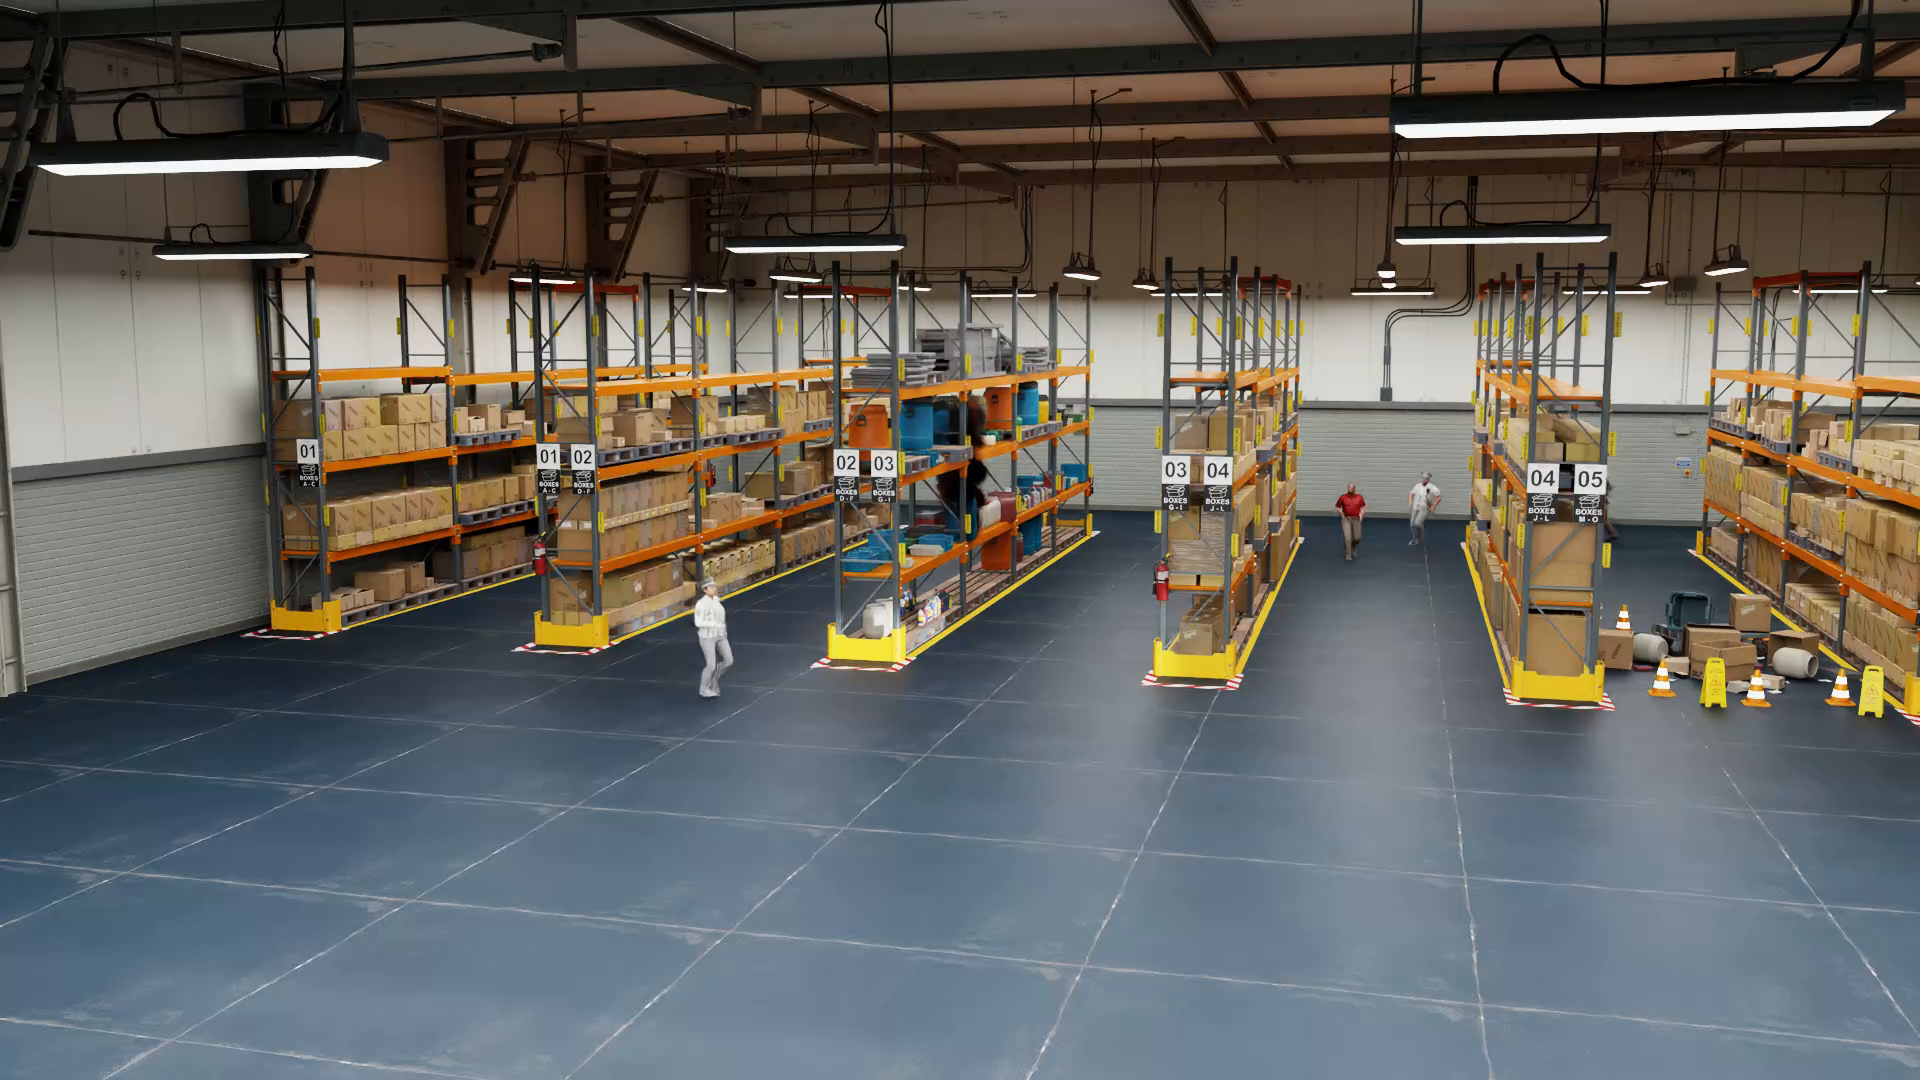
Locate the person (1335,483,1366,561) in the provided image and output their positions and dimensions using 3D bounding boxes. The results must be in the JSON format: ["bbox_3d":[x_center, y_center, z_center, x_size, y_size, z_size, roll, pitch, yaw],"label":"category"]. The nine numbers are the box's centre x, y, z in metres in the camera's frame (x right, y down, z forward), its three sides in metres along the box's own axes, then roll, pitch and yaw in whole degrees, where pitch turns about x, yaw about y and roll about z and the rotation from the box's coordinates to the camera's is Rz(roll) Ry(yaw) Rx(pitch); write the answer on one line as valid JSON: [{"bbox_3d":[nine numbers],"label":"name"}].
[{"bbox_3d":[8.465,-0.397,36.021,0.659,1.674,0.623,1,7,6],"label":"person"}]

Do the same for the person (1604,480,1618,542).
[{"bbox_3d":[14.926,-0.758,38.712,0.807,1.780,0.644,2,8,16],"label":"person"}]

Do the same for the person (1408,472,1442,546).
[{"bbox_3d":[10.654,-0.709,38.334,0.607,1.743,0.722,-7,10,-43],"label":"person"}]

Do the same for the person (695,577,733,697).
[{"bbox_3d":[-3.305,1.319,22.522,0.577,1.666,0.599,6,9,37],"label":"person"}]
